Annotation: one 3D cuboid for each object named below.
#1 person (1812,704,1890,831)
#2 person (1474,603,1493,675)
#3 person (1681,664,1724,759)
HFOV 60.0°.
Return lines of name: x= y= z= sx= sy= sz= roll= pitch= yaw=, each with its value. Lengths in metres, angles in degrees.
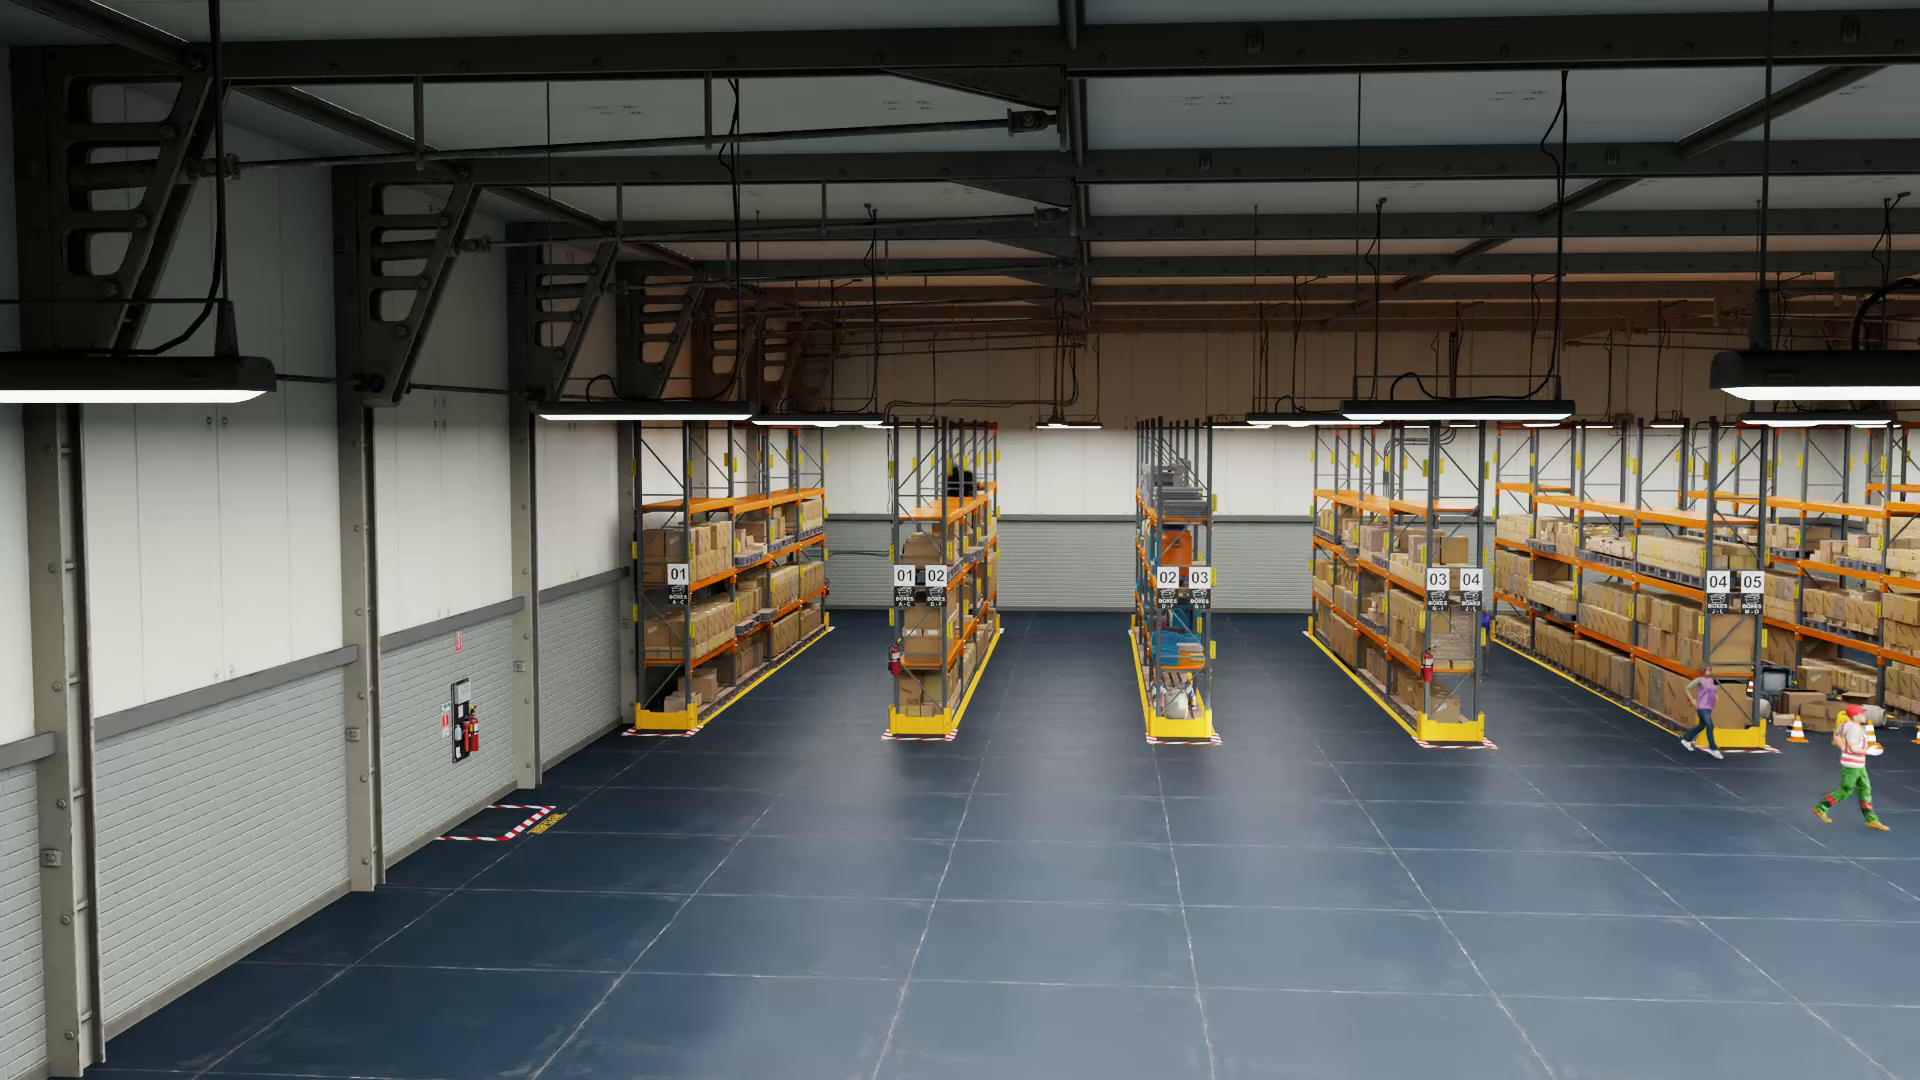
person: x=12.794 y=3.243 z=23.844 sx=0.992 sy=1.789 sz=0.651 roll=2 pitch=4 yaw=31
person: x=12.411 y=2.332 z=39.548 sx=0.579 sy=1.659 sz=0.859 roll=0 pitch=4 yaw=-7
person: x=13.158 y=2.999 z=29.375 sx=0.597 sy=1.596 sz=0.830 roll=-3 pitch=5 yaw=-35
